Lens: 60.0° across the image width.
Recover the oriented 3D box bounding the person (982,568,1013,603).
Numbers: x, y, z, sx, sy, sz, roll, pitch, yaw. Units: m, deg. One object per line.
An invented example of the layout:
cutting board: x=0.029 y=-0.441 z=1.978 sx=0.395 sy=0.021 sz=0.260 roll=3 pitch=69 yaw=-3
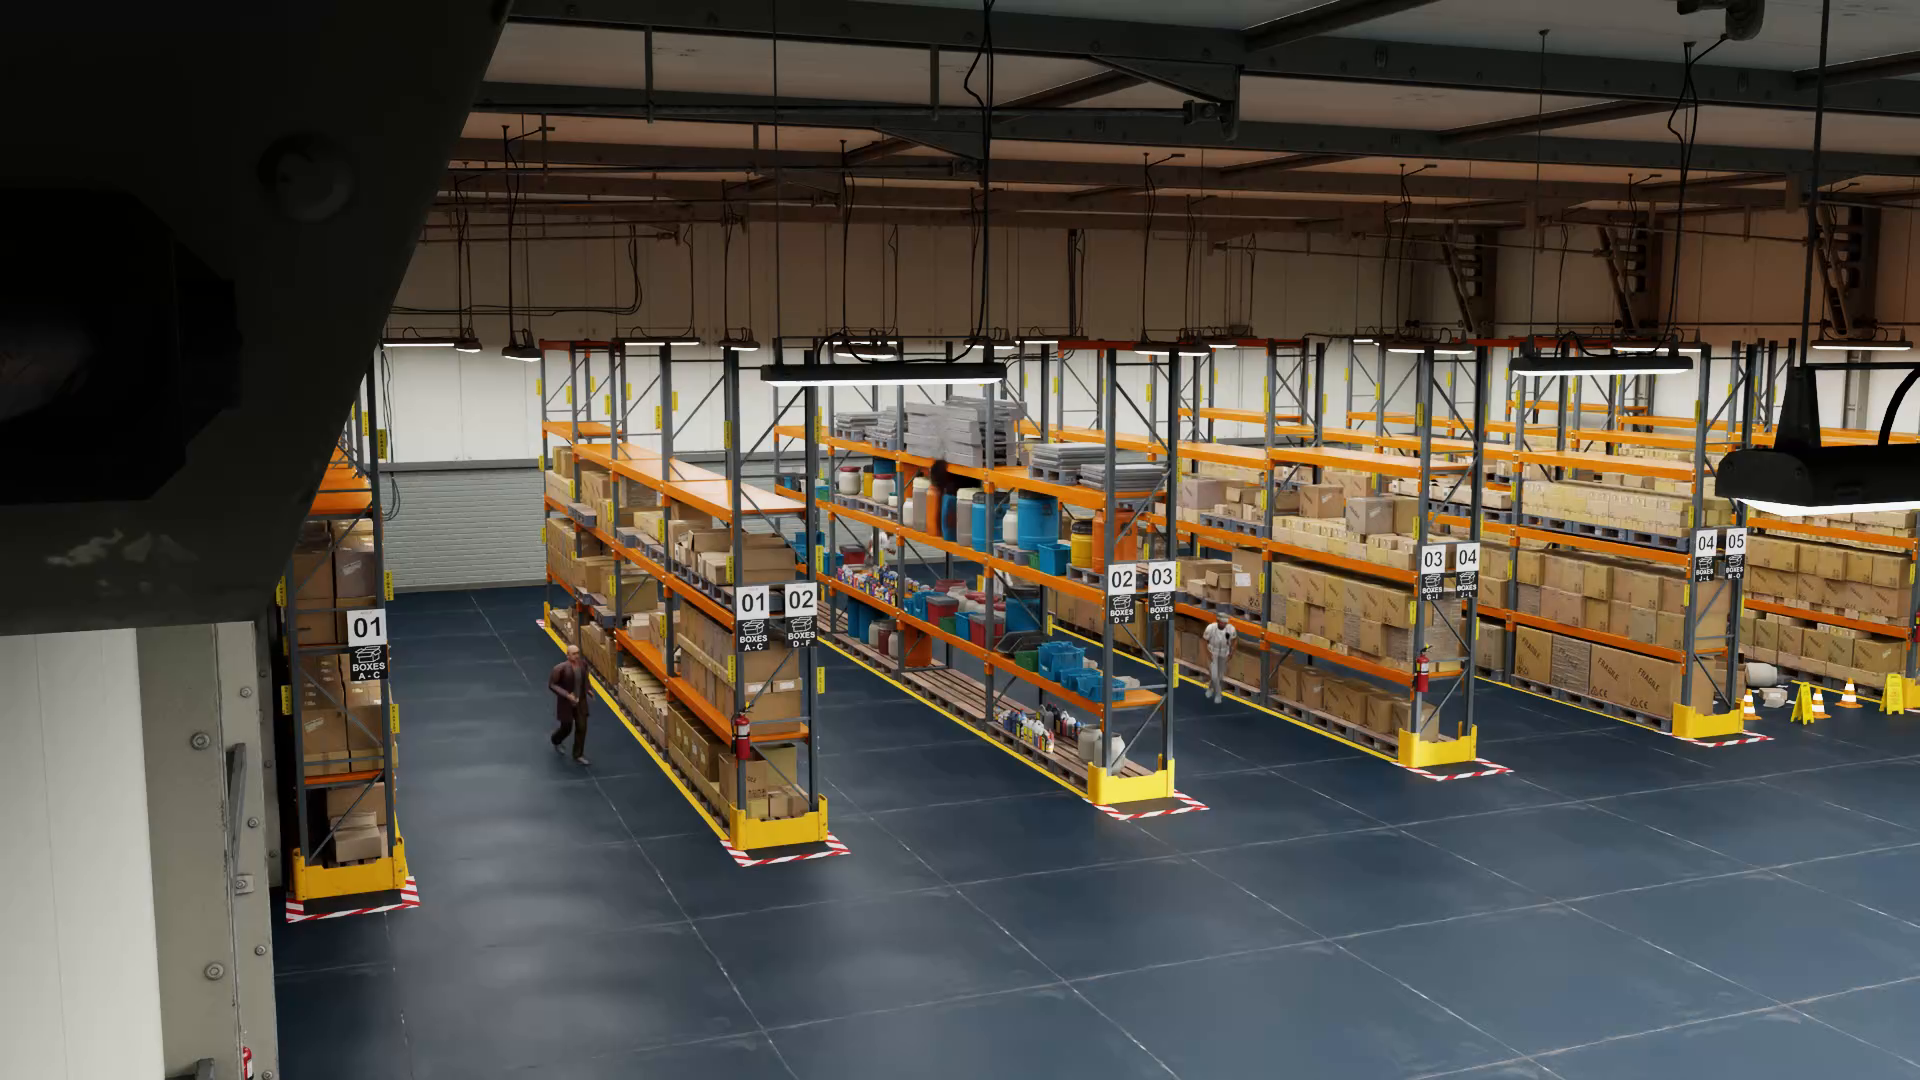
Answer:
person: x=0.775 y=1.103 z=34.032 sx=0.597 sy=1.605 sz=0.701 roll=-1 pitch=8 yaw=-9

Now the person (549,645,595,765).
person: x=-5.677 y=2.349 z=24.087 sx=0.699 sy=1.740 sz=0.925 roll=-6 pitch=9 yaw=-38

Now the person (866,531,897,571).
person: x=-2.016 y=0.415 z=39.279 sx=1.081 sy=1.595 sz=0.720 roll=1 pitch=7 yaw=4

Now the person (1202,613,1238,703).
person: x=4.154 y=1.861 z=26.671 sx=0.575 sy=1.513 sz=0.863 roll=0 pitch=7 yaw=-3
